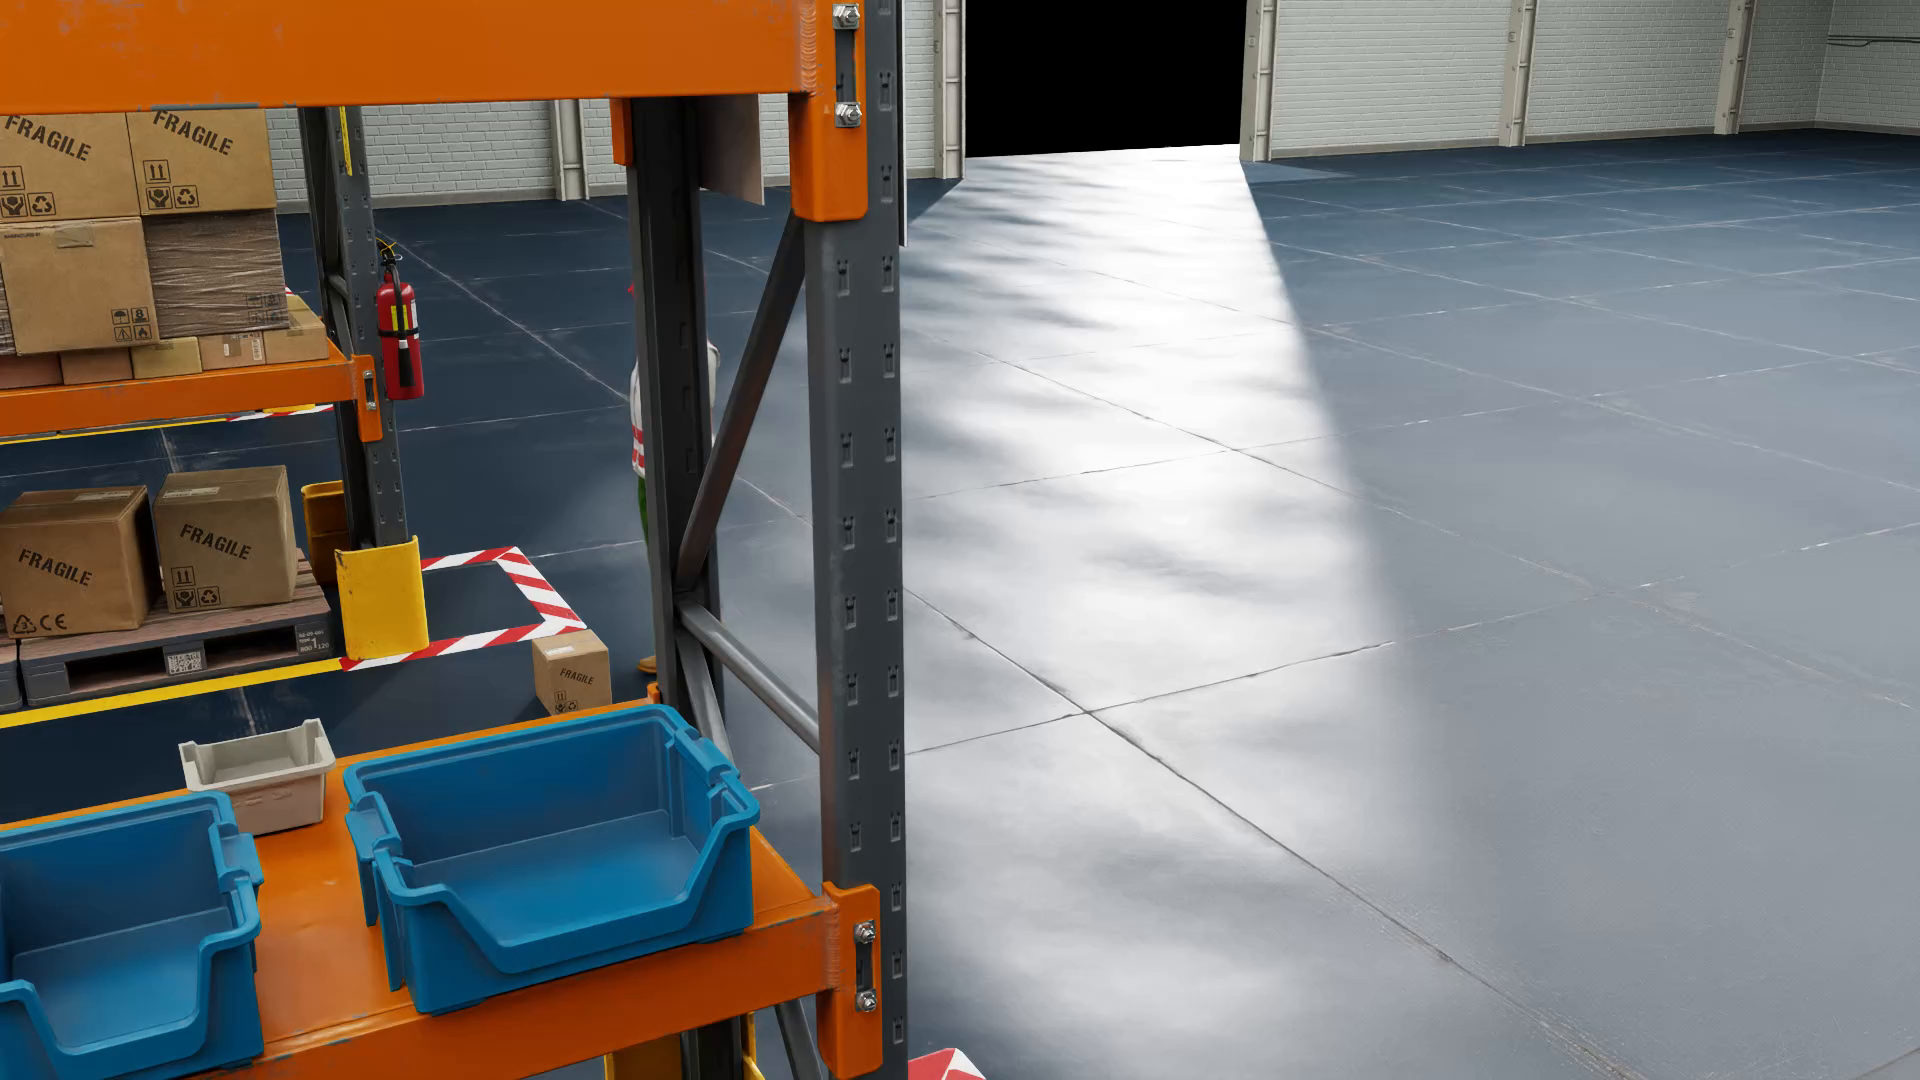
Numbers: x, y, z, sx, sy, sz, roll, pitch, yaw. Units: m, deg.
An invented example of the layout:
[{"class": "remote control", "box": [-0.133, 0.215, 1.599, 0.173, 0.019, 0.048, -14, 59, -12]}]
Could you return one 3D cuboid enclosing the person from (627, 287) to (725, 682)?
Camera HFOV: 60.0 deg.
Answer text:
[{"class": "person", "box": [-1.164, -0.255, 6.796, 0.343, 1.783, 0.525, -9, 20, -26]}]
